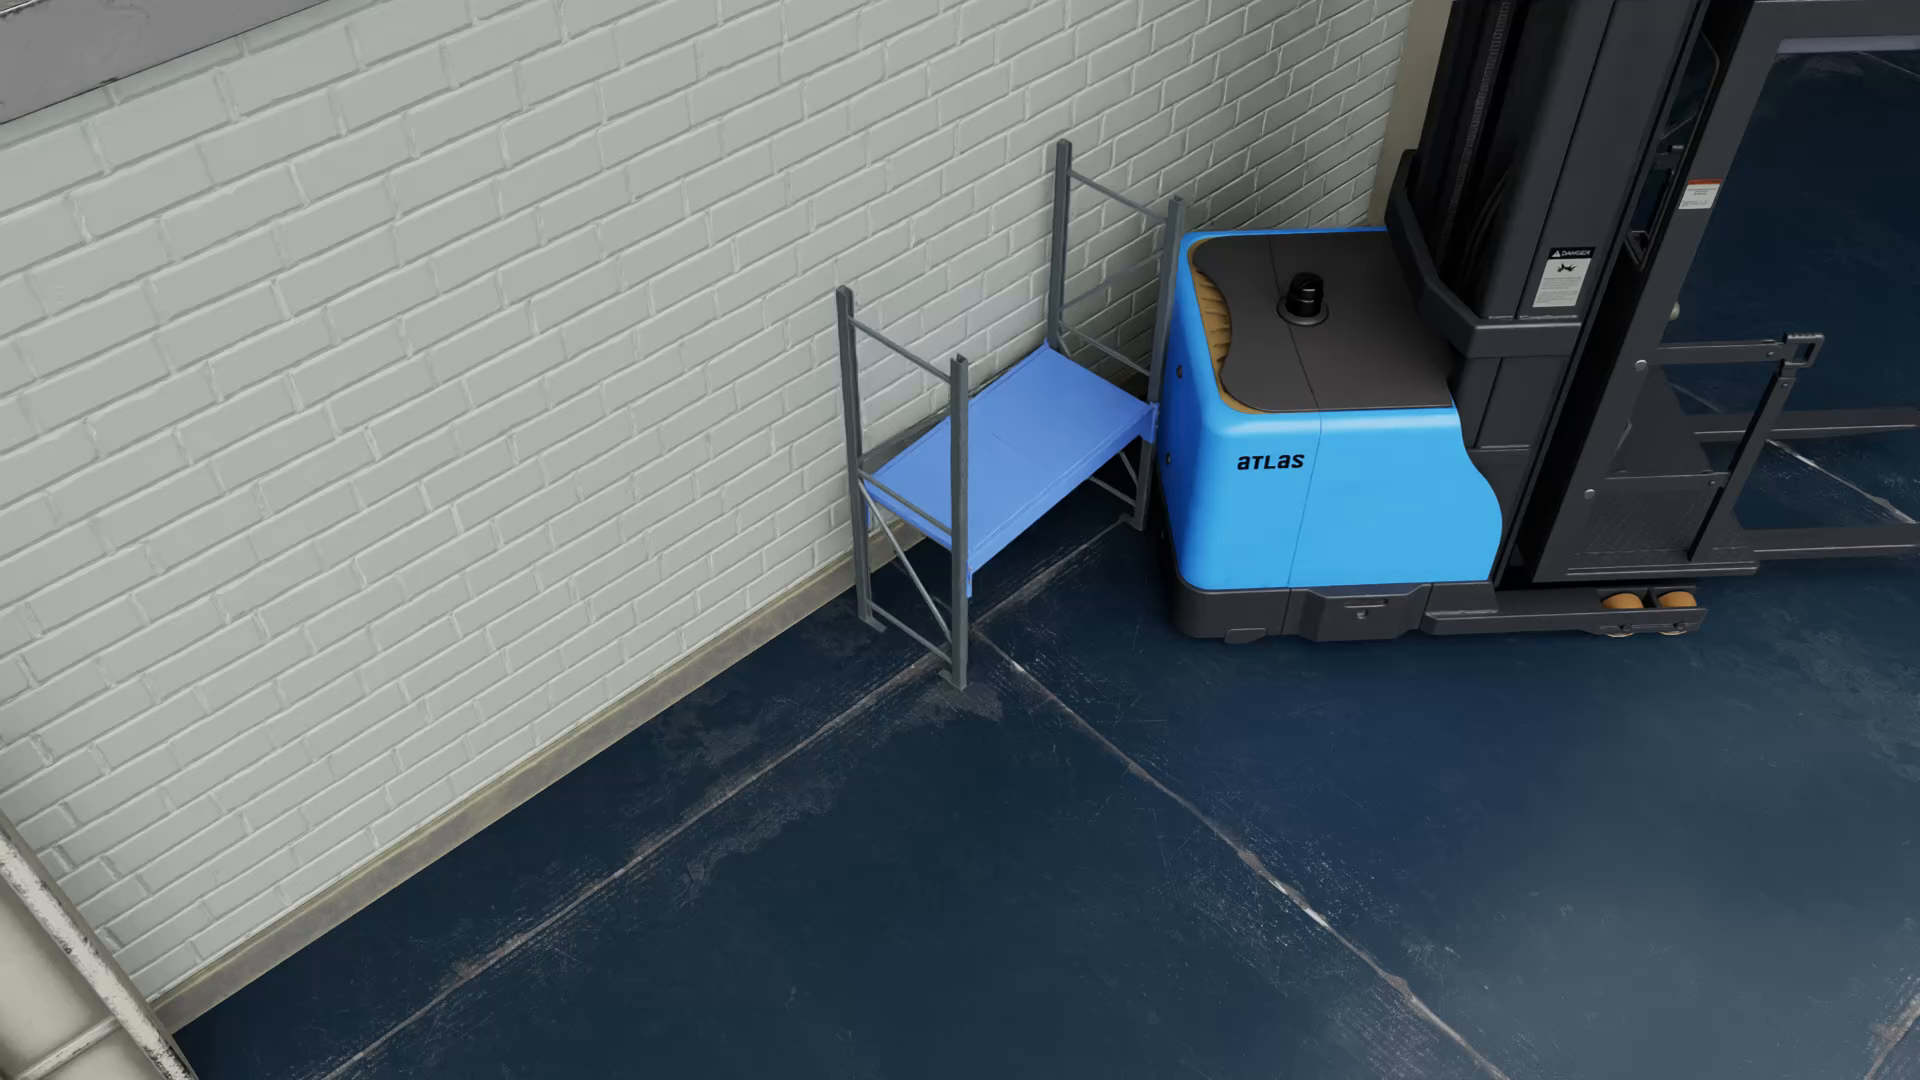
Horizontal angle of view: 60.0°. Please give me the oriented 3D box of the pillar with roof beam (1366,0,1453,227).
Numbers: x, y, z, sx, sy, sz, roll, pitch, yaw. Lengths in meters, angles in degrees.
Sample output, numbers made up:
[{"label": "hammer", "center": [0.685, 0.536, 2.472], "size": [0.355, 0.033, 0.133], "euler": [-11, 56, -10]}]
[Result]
[{"label": "pillar with roof beam", "center": [4.940, -2.056, 2.024], "size": [0.400, 9.000, 9.100], "euler": [-34, 56, -27]}]

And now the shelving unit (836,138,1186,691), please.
[{"label": "shelving unit", "center": [0.170, -0.392, 5.590], "size": [0.538, 1.500, 1.048], "euler": [34, 56, 27]}]

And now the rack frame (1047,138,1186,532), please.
[{"label": "rack frame", "center": [0.510, -0.670, 5.846], "size": [0.500, 1.500, 0.032], "euler": [34, 56, 27]}]

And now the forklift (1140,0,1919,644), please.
[{"label": "forklift", "center": [2.235, -1.037, 5.213], "size": [3.031, 2.935, 1.130], "euler": [-2, 47, -2]}]

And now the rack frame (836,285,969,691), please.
[{"label": "rack frame", "center": [-0.171, -0.114, 5.334], "size": [0.500, 1.500, 0.032], "euler": [34, 56, 27]}]

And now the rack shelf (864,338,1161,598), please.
[{"label": "rack shelf", "center": [0.170, -0.270, 5.722], "size": [0.538, 0.185, 1.000], "euler": [34, 56, 27]}]
